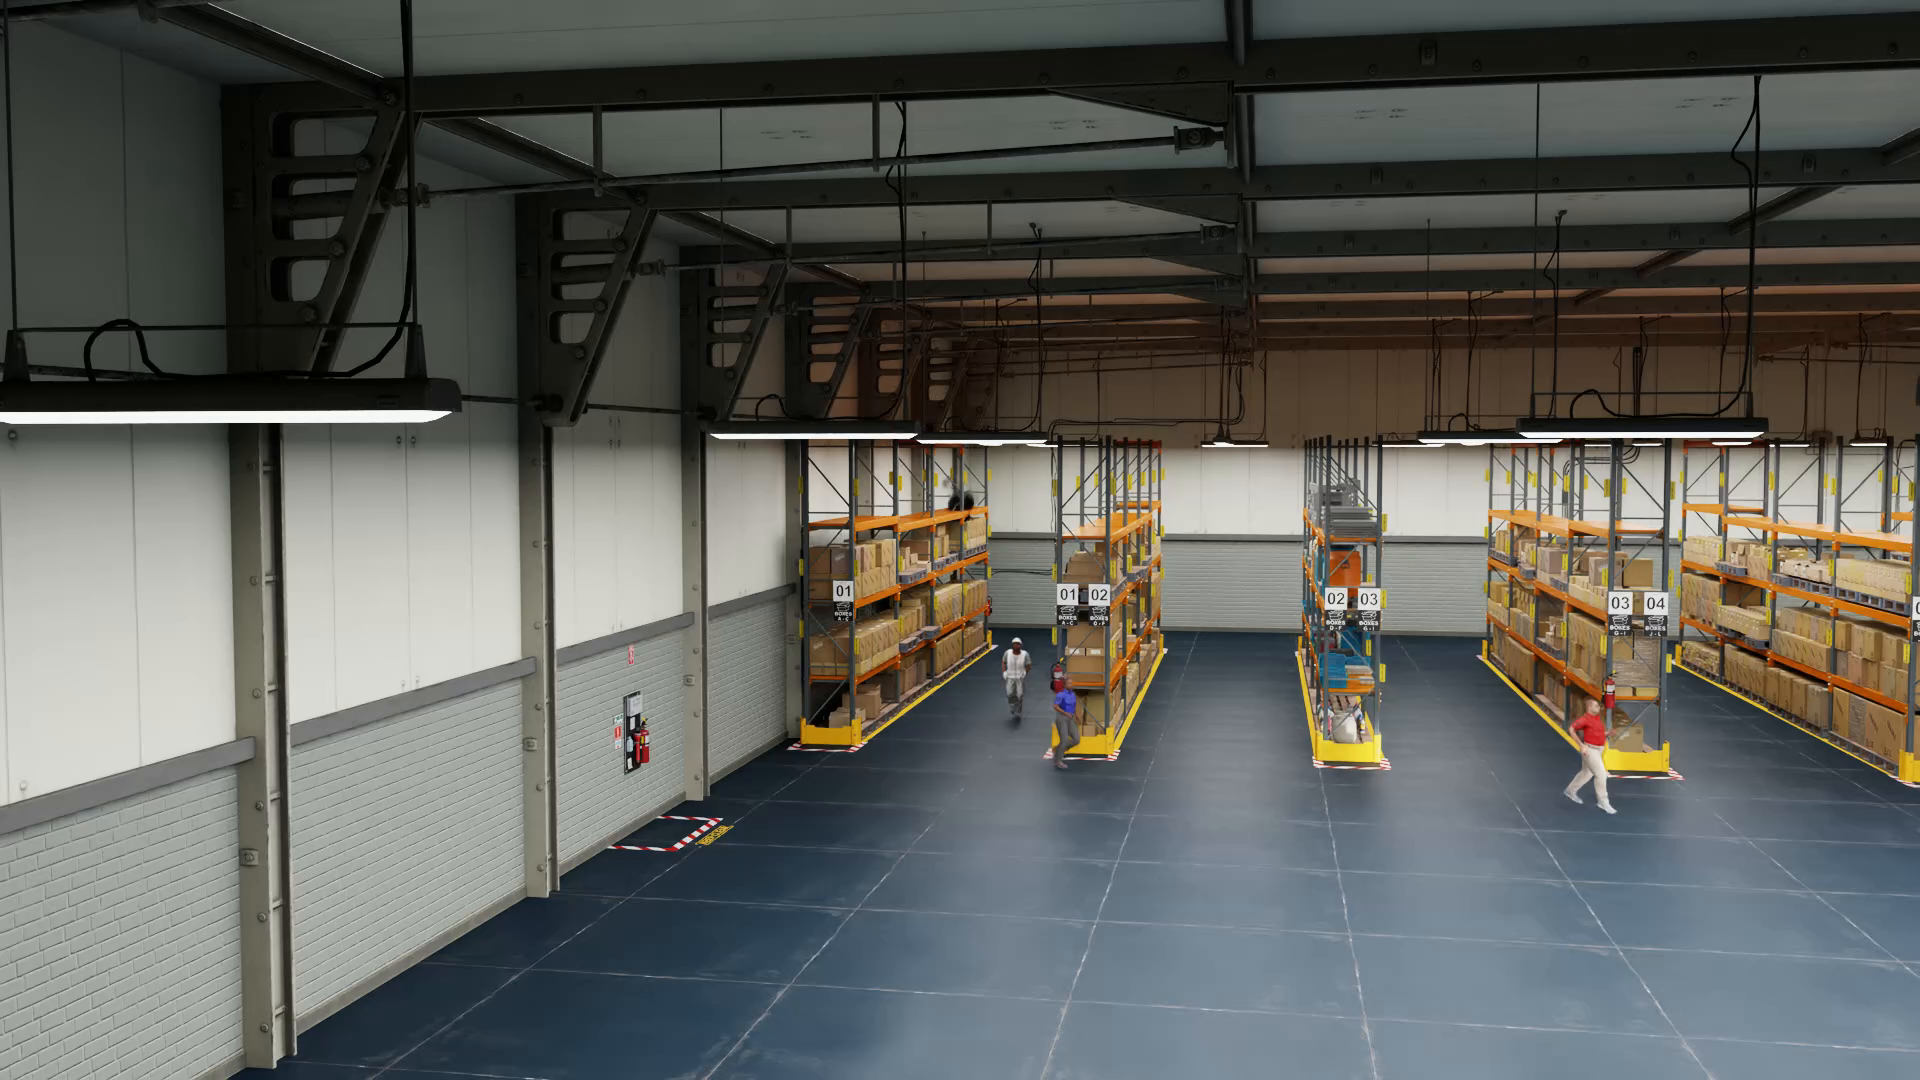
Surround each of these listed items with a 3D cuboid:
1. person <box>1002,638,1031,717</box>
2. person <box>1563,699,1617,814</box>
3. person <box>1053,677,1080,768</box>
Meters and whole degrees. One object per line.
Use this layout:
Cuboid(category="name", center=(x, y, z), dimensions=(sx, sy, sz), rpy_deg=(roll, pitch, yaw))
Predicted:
Cuboid(category="person", center=(1.200, 2.944, 35.508), dimensions=(0.631, 1.715, 0.601), rpy_deg=(0, 3, 6))
Cuboid(category="person", center=(10.045, 3.418, 26.464), dimensions=(0.888, 1.771, 0.646), rpy_deg=(2, 4, 37))
Cuboid(category="person", center=(1.968, 3.298, 30.113), dimensions=(0.543, 1.621, 0.637), rpy_deg=(3, 4, 41))
